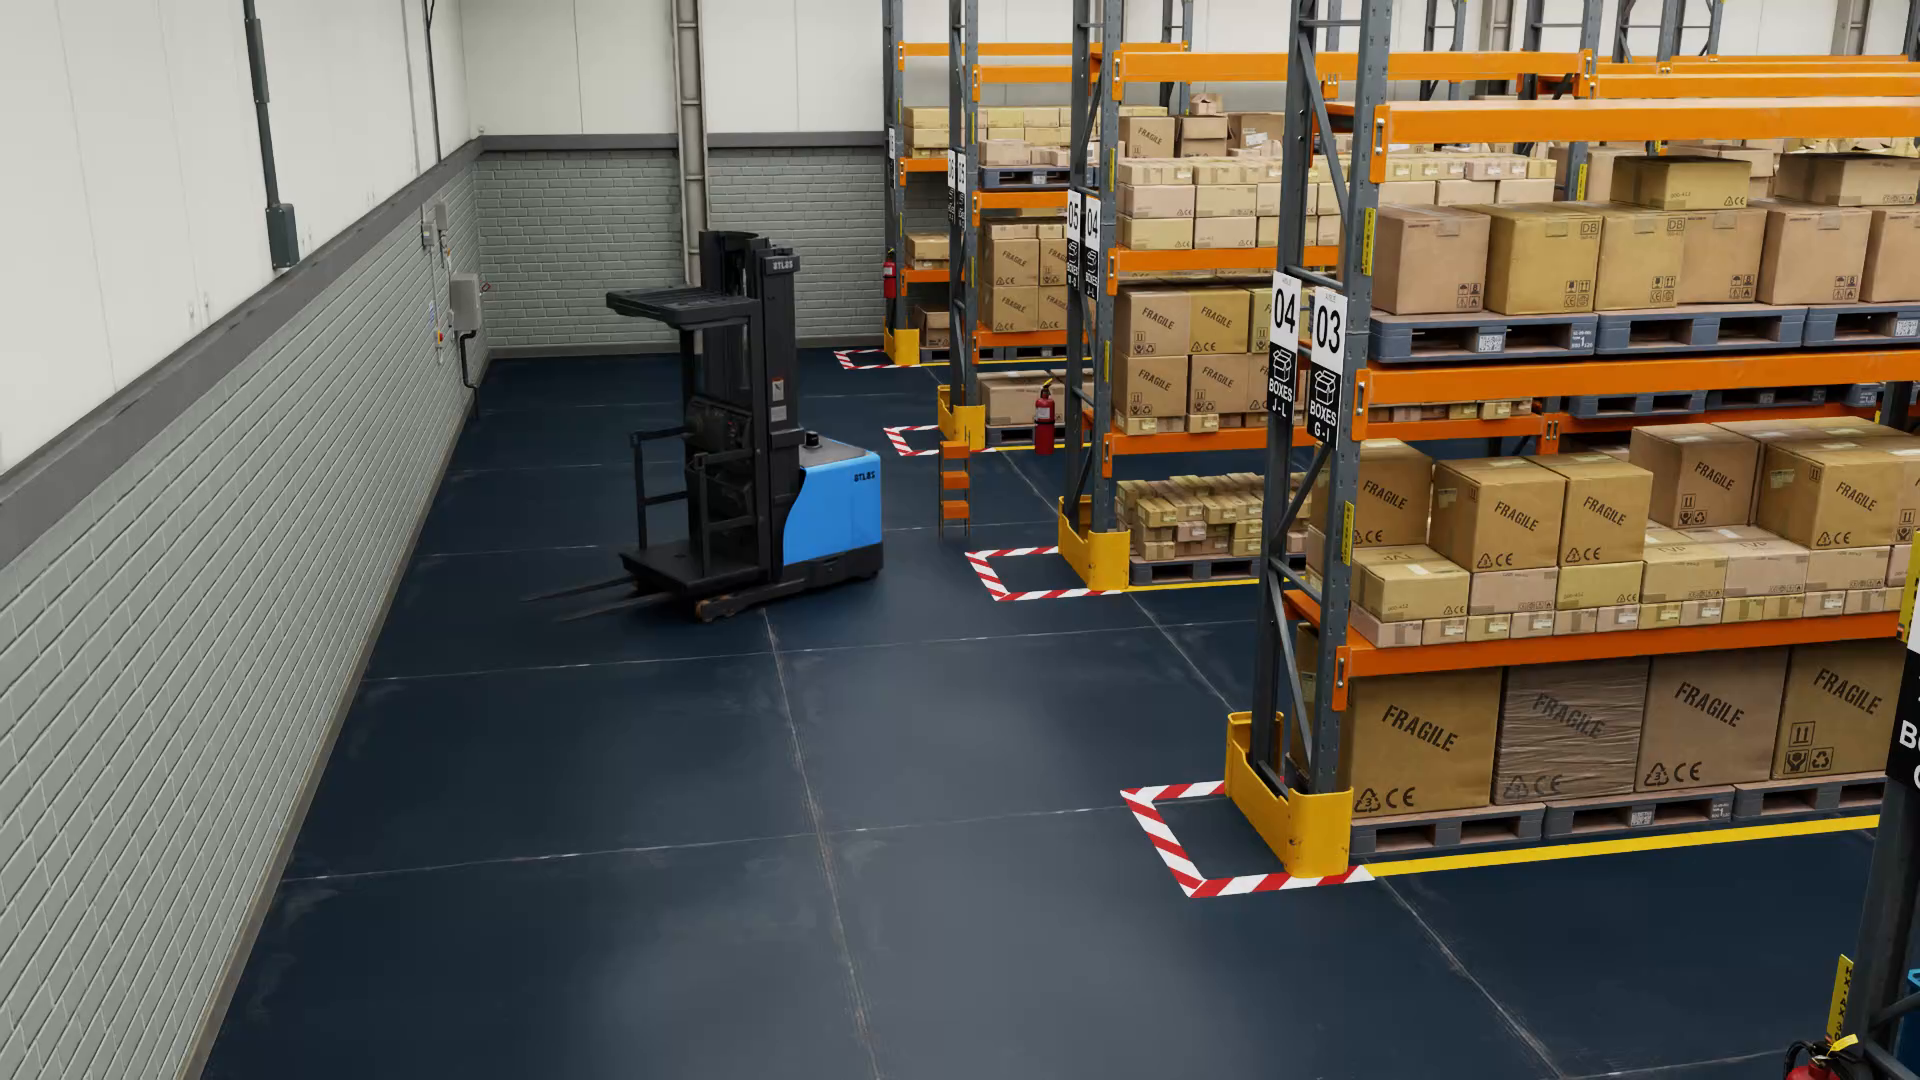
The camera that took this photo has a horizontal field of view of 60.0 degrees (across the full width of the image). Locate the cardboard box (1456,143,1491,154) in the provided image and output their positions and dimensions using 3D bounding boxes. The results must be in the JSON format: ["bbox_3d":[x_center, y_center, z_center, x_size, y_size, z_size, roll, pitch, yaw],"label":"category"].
[{"bbox_3d":[5.822,-4.393,18.849,0.258,0.266,0.396,-2,17,-6],"label":"cardboard box"}]

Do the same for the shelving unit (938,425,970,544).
[{"bbox_3d":[-0.053,-0.499,15.086,0.252,1.050,0.215,-3,17,-10],"label":"shelving unit"}]

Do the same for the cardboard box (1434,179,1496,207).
[{"bbox_3d":[4.081,-2.877,13.804,0.500,0.250,0.500,-4,18,-13],"label":"cardboard box"}]

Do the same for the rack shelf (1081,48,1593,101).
[{"bbox_3d":[3.036,-3.812,13.564,4.000,0.370,1.077,-3,17,-10],"label":"rack shelf"}]

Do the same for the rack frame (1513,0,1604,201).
[{"bbox_3d":[5.000,-4.268,13.820,0.127,3.000,1.000,-3,17,-10],"label":"rack frame"}]

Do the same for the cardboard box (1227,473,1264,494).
[{"bbox_3d":[2.551,-0.478,14.826,0.250,0.149,0.380,-3,17,-8],"label":"cardboard box"}]

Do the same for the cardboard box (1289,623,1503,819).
[{"bbox_3d":[2.527,1.014,9.744,0.875,0.875,0.875,-3,17,-10],"label":"cardboard box"}]

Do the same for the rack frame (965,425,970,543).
[{"bbox_3d":[0.067,-0.506,15.108,0.008,1.050,0.200,-3,17,-10],"label":"rack frame"}]

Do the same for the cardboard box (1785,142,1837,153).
[{"bbox_3d":[7.320,-3.296,14.289,0.258,0.266,0.396,-3,17,-10],"label":"cardboard box"}]

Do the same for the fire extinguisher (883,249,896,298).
[{"bbox_3d":[-0.968,-3.673,22.867,0.183,0.674,0.296,-3,17,-10],"label":"fire extinguisher"}]

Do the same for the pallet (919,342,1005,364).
[{"bbox_3d":[-0.054,-2.746,23.830,1.213,0.211,1.003,-3,17,-10],"label":"pallet"}]

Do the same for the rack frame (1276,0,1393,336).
[{"bbox_3d":[1.914,-2.610,8.421,0.127,3.000,1.000,-3,17,-10],"label":"rack frame"}]

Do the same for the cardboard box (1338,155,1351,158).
[{"bbox_3d":[3.368,-3.187,14.132,0.250,0.149,0.380,-2,17,-8],"label":"cardboard box"}]

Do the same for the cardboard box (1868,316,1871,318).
[{"bbox_3d":[8.432,-2.018,15.412,0.250,0.149,0.380,-3,17,-10],"label":"cardboard box"}]

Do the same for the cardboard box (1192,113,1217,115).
[{"bbox_3d":[3.392,-5.847,23.106,0.250,0.149,0.380,-3,17,-9],"label":"cardboard box"}]

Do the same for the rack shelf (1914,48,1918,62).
[{"bbox_3d":[13.780,-5.901,20.368,4.000,0.370,1.077,-3,17,-10],"label":"rack shelf"}]

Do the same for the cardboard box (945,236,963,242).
[{"bbox_3d":[0.080,-4.076,23.161,0.500,0.250,0.500,-3,17,-10],"label":"cardboard box"}]

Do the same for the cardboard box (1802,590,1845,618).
[{"bbox_3d":[4.847,0.309,9.562,0.250,0.149,0.380,-3,17,-9],"label":"cardboard box"}]

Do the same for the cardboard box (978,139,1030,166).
[{"bbox_3d":[0.459,-4.261,18.275,0.500,0.250,0.500,-5,18,-16],"label":"cardboard box"}]

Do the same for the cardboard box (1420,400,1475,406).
[{"bbox_3d":[4.068,-1.454,14.197,0.500,0.500,0.500,-4,17,-12],"label":"cardboard box"}]

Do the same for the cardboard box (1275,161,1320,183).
[{"bbox_3d":[2.716,-2.971,13.429,0.250,0.149,0.380,-3,17,-9],"label":"cardboard box"}]

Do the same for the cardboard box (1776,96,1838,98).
[{"bbox_3d":[12.803,-6.508,25.160,0.637,0.503,0.797,-3,17,-9],"label":"cardboard box"}]

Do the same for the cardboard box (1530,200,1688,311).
[{"bbox_3d":[3.488,-1.556,9.044,0.500,0.500,0.700,-4,18,-14],"label":"cardboard box"}]

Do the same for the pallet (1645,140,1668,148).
[{"bbox_3d":[10.007,-5.988,24.853,1.217,0.209,0.805,-4,18,-13],"label":"pallet"}]

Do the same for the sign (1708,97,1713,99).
[{"bbox_3d":[10.983,-6.374,24.368,0.005,0.325,0.100,-3,17,-10],"label":"sign"}]

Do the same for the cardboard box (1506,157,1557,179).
[{"bbox_3d":[4.744,-3.096,13.837,0.250,0.149,0.380,-4,18,-13],"label":"cardboard box"}]

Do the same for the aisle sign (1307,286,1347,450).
[{"bbox_3d":[1.900,-0.895,8.626,0.004,0.787,0.394,-3,17,-10],"label":"aisle sign"}]

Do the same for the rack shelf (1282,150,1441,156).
[{"bbox_3d":[4.980,-5.454,24.015,4.000,0.370,1.077,-3,17,-10],"label":"rack shelf"}]

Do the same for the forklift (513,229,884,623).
[{"bbox_3d":[-2.109,-0.928,13.279,3.031,2.935,1.130,-14,22,-38],"label":"forklift"}]

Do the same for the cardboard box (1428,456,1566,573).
[{"bbox_3d":[2.927,-0.148,9.095,0.500,0.500,0.500,-4,17,-12],"label":"cardboard box"}]

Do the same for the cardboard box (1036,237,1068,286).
[{"bbox_3d":[1.065,-3.100,18.362,0.500,0.500,0.500,-4,17,-12],"label":"cardboard box"}]

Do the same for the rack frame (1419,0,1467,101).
[{"bbox_3d":[6.943,-7.343,23.831,0.127,3.000,1.000,-3,17,-10],"label":"rack frame"}]

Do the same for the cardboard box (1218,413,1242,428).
[{"bbox_3d":[2.197,-1.061,14.023,0.250,0.149,0.380,-2,17,-8],"label":"cardboard box"}]

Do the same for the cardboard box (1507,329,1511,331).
[{"bbox_3d":[4.589,-1.964,14.157,0.500,0.500,0.500,-4,17,-12],"label":"cardboard box"}]

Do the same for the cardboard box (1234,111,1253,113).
[{"bbox_3d":[4.038,-6.057,23.787,0.250,0.149,0.380,-3,17,-9],"label":"cardboard box"}]

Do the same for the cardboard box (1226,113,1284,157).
[{"bbox_3d":[3.344,-4.580,18.888,0.500,0.500,0.500,-3,17,-10],"label":"cardboard box"}]

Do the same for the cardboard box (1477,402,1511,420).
[{"bbox_3d":[4.531,-1.151,14.318,0.250,0.149,0.380,-4,17,-12],"label":"cardboard box"}]

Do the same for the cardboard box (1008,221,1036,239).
[{"bbox_3d":[0.679,-3.410,18.266,0.250,0.149,0.380,-3,17,-9],"label":"cardboard box"}]

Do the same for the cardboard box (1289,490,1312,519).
[{"bbox_3d":[2.939,-0.310,14.279,0.250,0.149,0.380,-3,17,-10],"label":"cardboard box"}]

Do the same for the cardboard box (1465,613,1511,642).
[{"bbox_3d":[2.828,0.424,9.188,0.250,0.149,0.380,-4,17,-12],"label":"cardboard box"}]

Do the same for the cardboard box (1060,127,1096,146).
[{"bbox_3d":[1.576,-5.601,23.016,0.500,0.250,0.500,-3,17,-9],"label":"cardboard box"}]

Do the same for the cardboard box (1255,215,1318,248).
[{"bbox_3d":[2.583,-2.552,13.596,0.500,0.250,0.500,-4,17,-12],"label":"cardboard box"}]

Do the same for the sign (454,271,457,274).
[{"bbox_3d":[-6.050,-2.977,19.997,0.001,0.494,0.329,-3,17,-10],"label":"sign"}]

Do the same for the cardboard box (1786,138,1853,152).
[{"bbox_3d":[10.271,-4.701,19.879,0.500,0.250,0.500,-3,17,-10],"label":"cardboard box"}]

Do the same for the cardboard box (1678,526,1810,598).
[{"bbox_3d":[4.449,0.123,9.491,0.500,0.250,0.500,-3,17,-9],"label":"cardboard box"}]

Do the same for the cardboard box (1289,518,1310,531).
[{"bbox_3d":[2.912,-0.203,14.437,0.250,0.149,0.380,-2,17,-8],"label":"cardboard box"}]

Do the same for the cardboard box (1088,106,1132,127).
[{"bbox_3d":[2.070,-5.868,23.034,0.500,0.250,0.500,-4,17,-11],"label":"cardboard box"}]

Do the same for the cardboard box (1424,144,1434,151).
[{"bbox_3d":[6.485,-5.739,23.973,0.500,0.250,0.500,-4,17,-12],"label":"cardboard box"}]

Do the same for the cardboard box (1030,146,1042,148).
[{"bbox_3d":[0.969,-5.352,22.884,0.250,0.149,0.380,-3,17,-10],"label":"cardboard box"}]

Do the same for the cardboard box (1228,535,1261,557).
[{"bbox_3d":[2.403,0.011,14.247,0.250,0.149,0.380,-3,17,-10],"label":"cardboard box"}]

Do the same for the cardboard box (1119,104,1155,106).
[{"bbox_3d":[2.476,-6.050,23.629,0.500,0.250,0.500,-3,17,-11],"label":"cardboard box"}]
